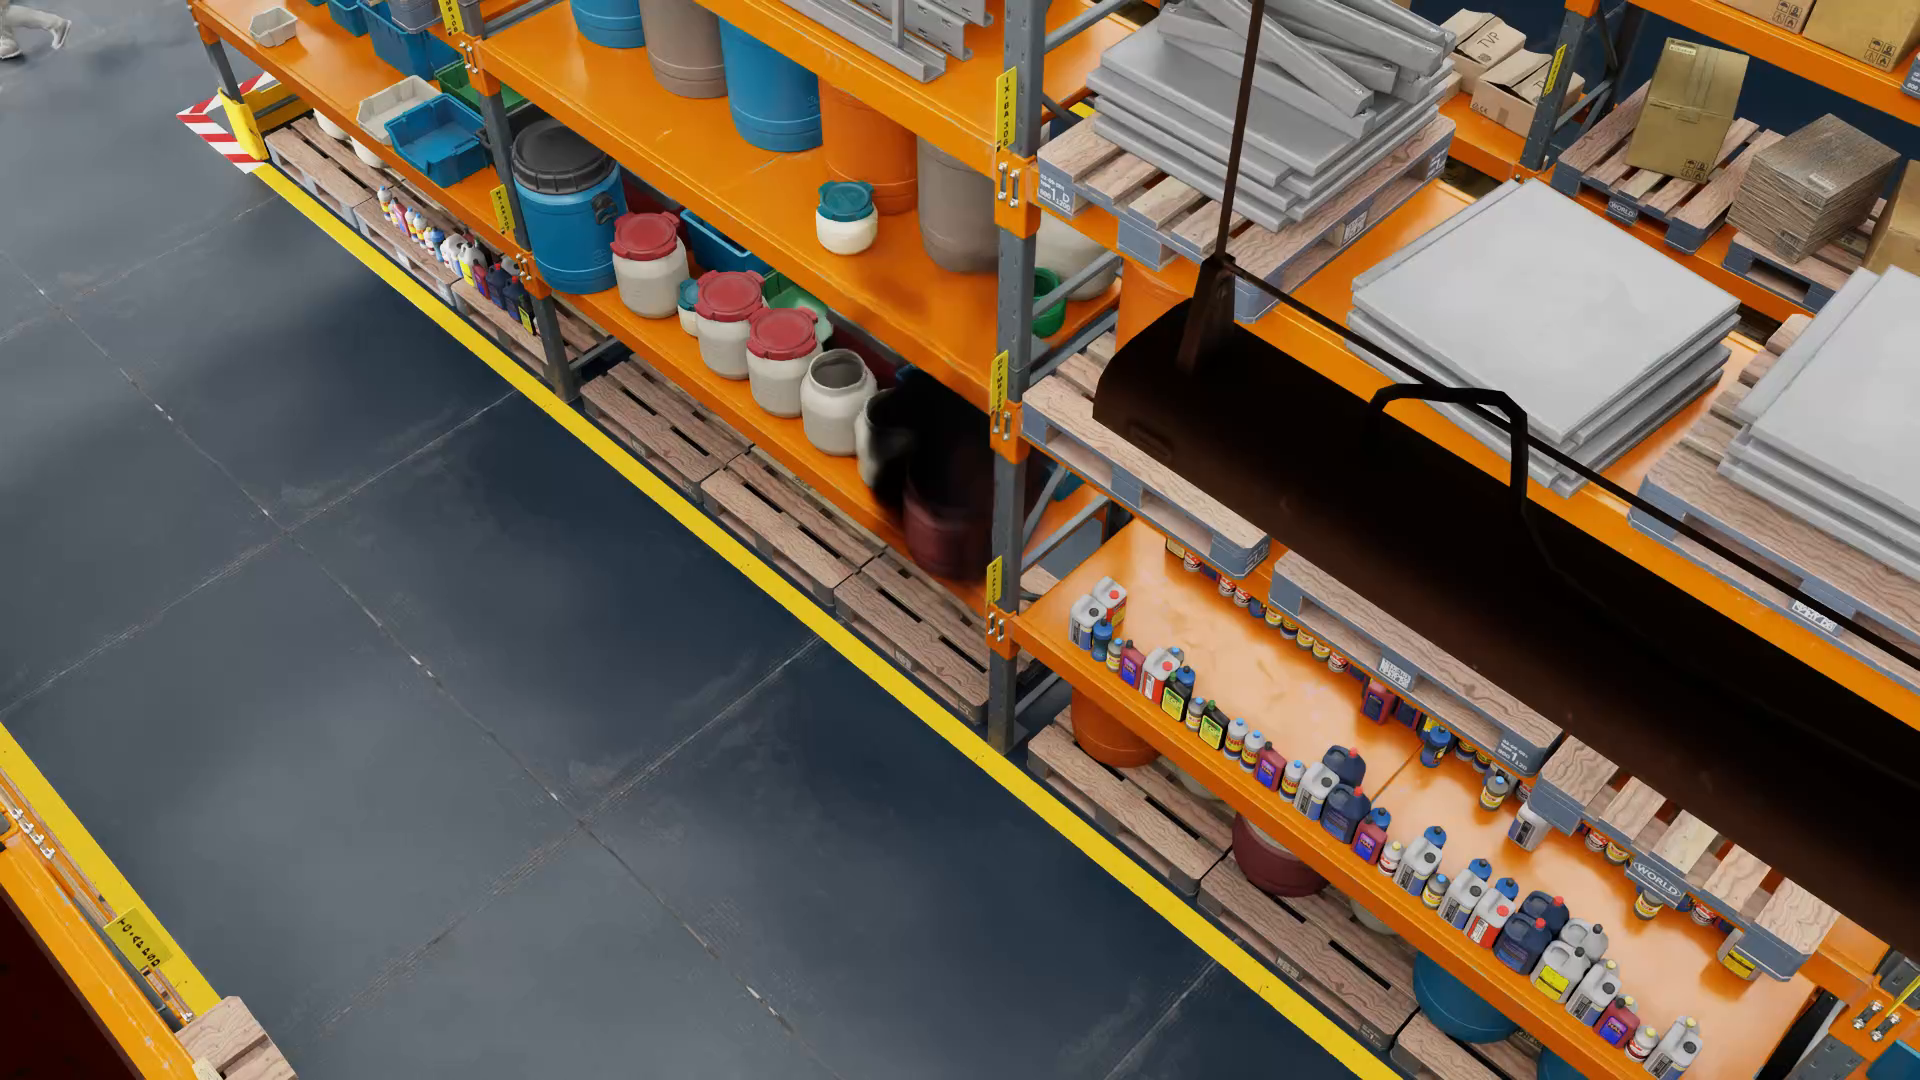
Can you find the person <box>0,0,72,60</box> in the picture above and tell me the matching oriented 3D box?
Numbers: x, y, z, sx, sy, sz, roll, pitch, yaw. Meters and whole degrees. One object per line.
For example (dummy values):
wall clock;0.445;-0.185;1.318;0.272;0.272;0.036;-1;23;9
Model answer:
person;-7.647;-4.506;13.104;0.777;1.673;0.604;-5;50;-4
